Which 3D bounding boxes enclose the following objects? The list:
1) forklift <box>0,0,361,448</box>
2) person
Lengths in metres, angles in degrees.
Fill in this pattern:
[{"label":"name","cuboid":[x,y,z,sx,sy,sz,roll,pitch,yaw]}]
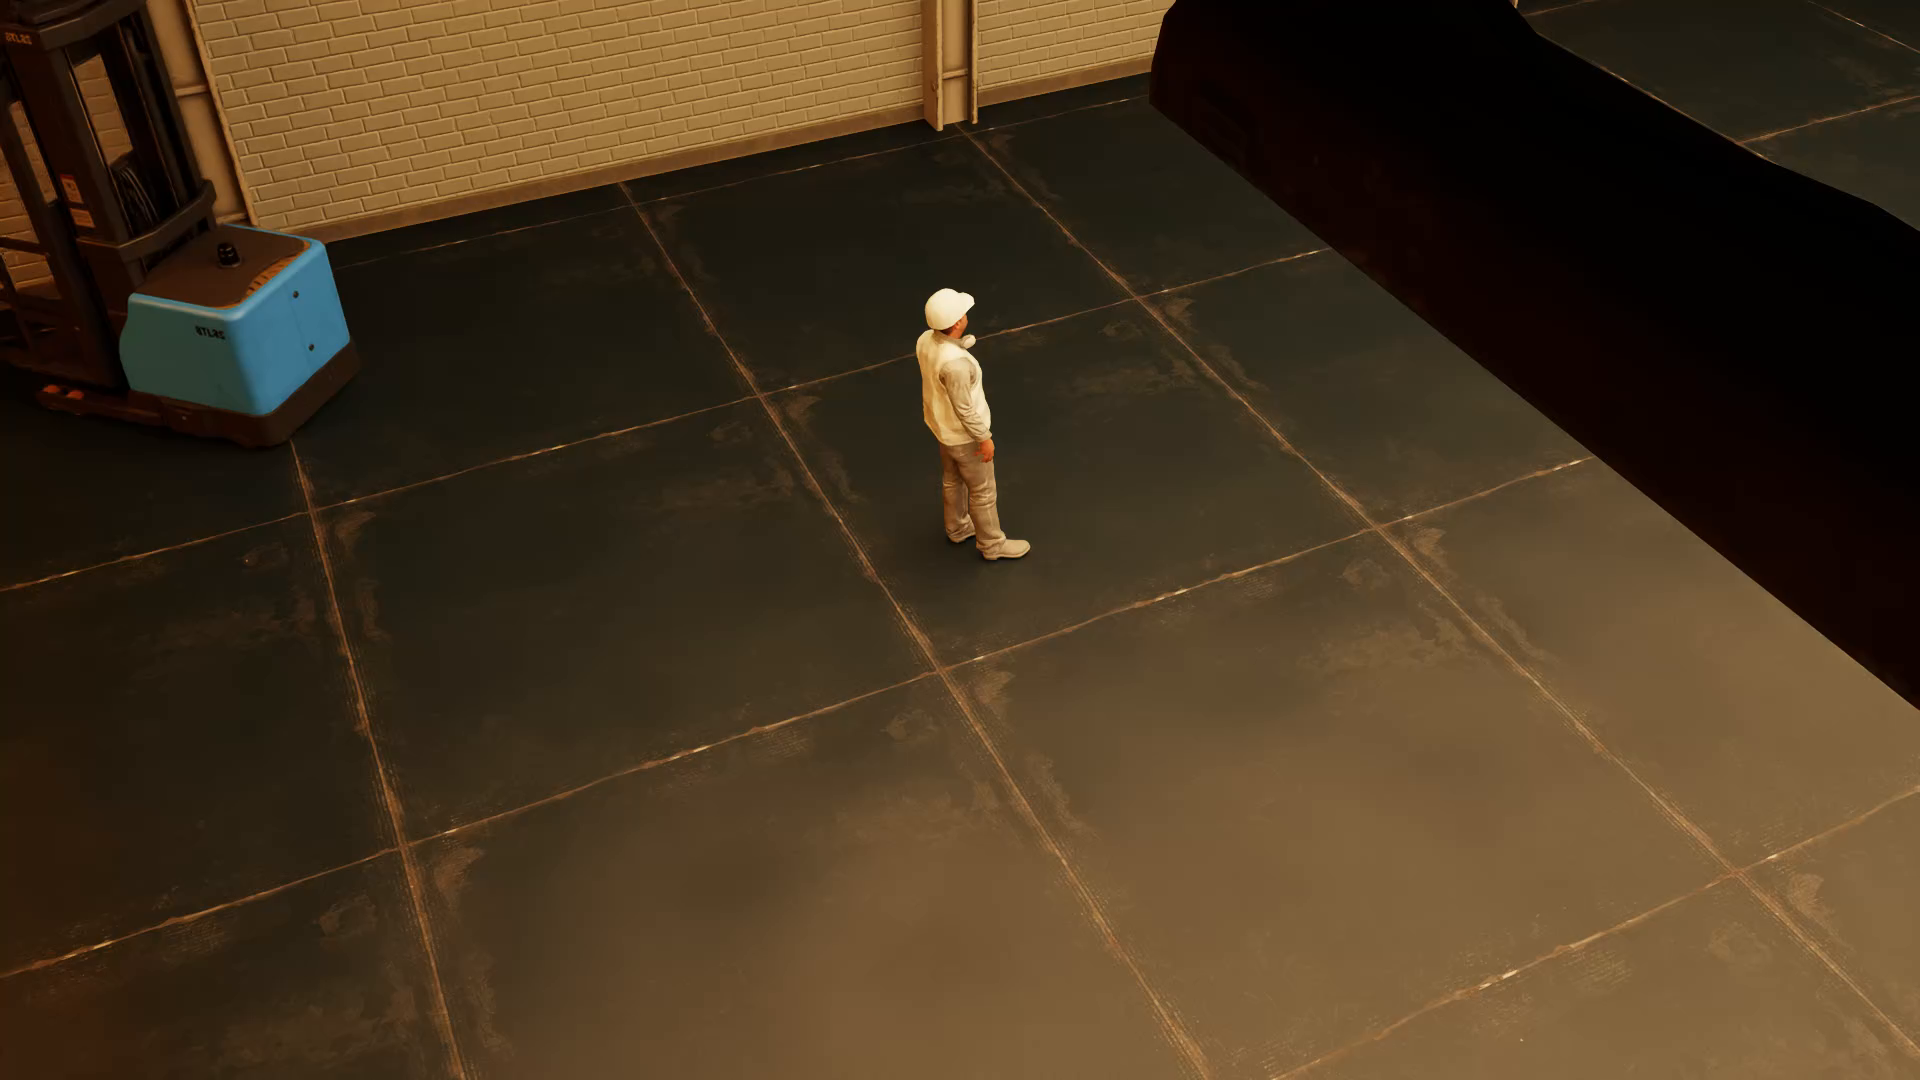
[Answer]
[{"label":"forklift","cuboid":[-5.765,-2.284,10.753,3.031,2.935,1.130,12,41,14]},{"label":"person","cuboid":[0.060,-0.700,9.746,0.566,1.775,0.634,-17,43,-19]}]
